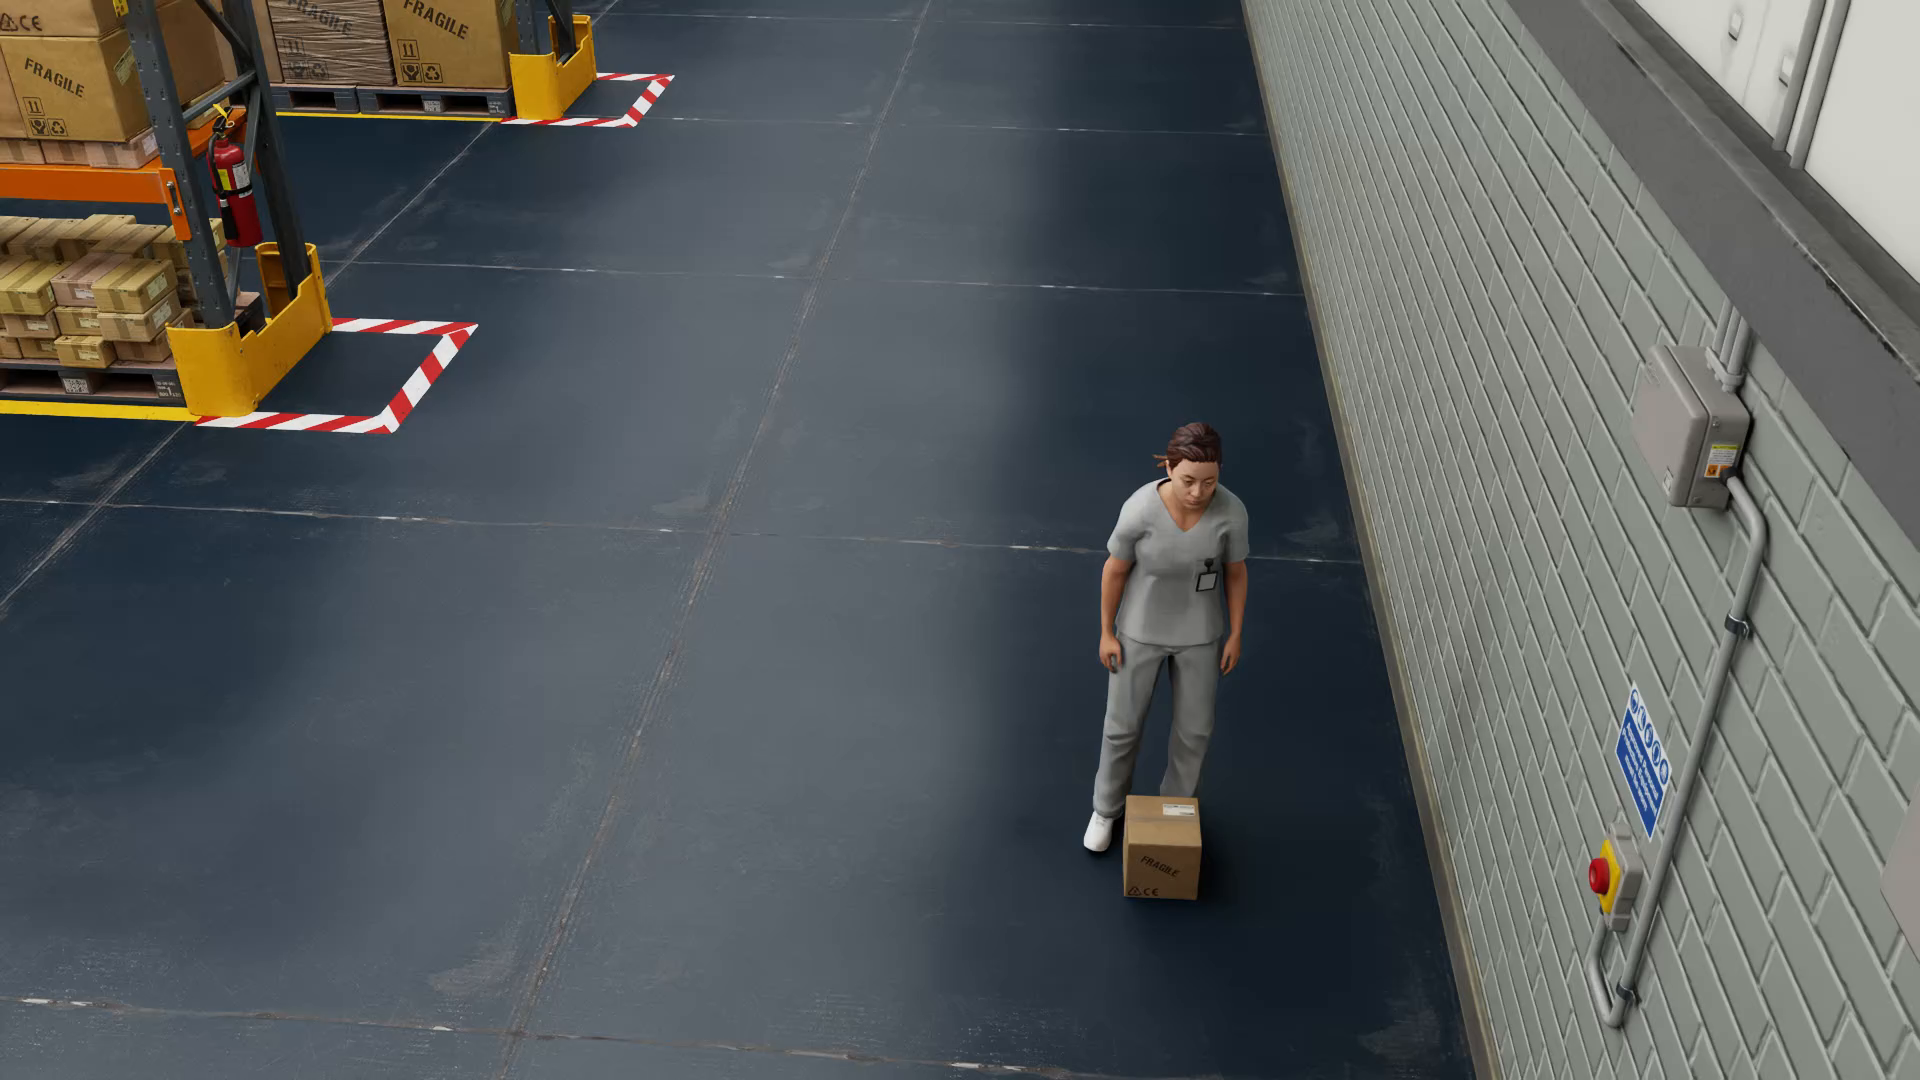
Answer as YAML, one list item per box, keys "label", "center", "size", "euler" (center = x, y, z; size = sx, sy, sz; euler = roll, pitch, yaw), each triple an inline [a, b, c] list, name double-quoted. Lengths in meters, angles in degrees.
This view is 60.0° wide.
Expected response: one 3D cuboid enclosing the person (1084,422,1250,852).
- label: "person"
  center: [0.702, 0.332, 5.609]
  size: [0.511, 1.671, 0.362]
  euler: [1, 32, 1]
